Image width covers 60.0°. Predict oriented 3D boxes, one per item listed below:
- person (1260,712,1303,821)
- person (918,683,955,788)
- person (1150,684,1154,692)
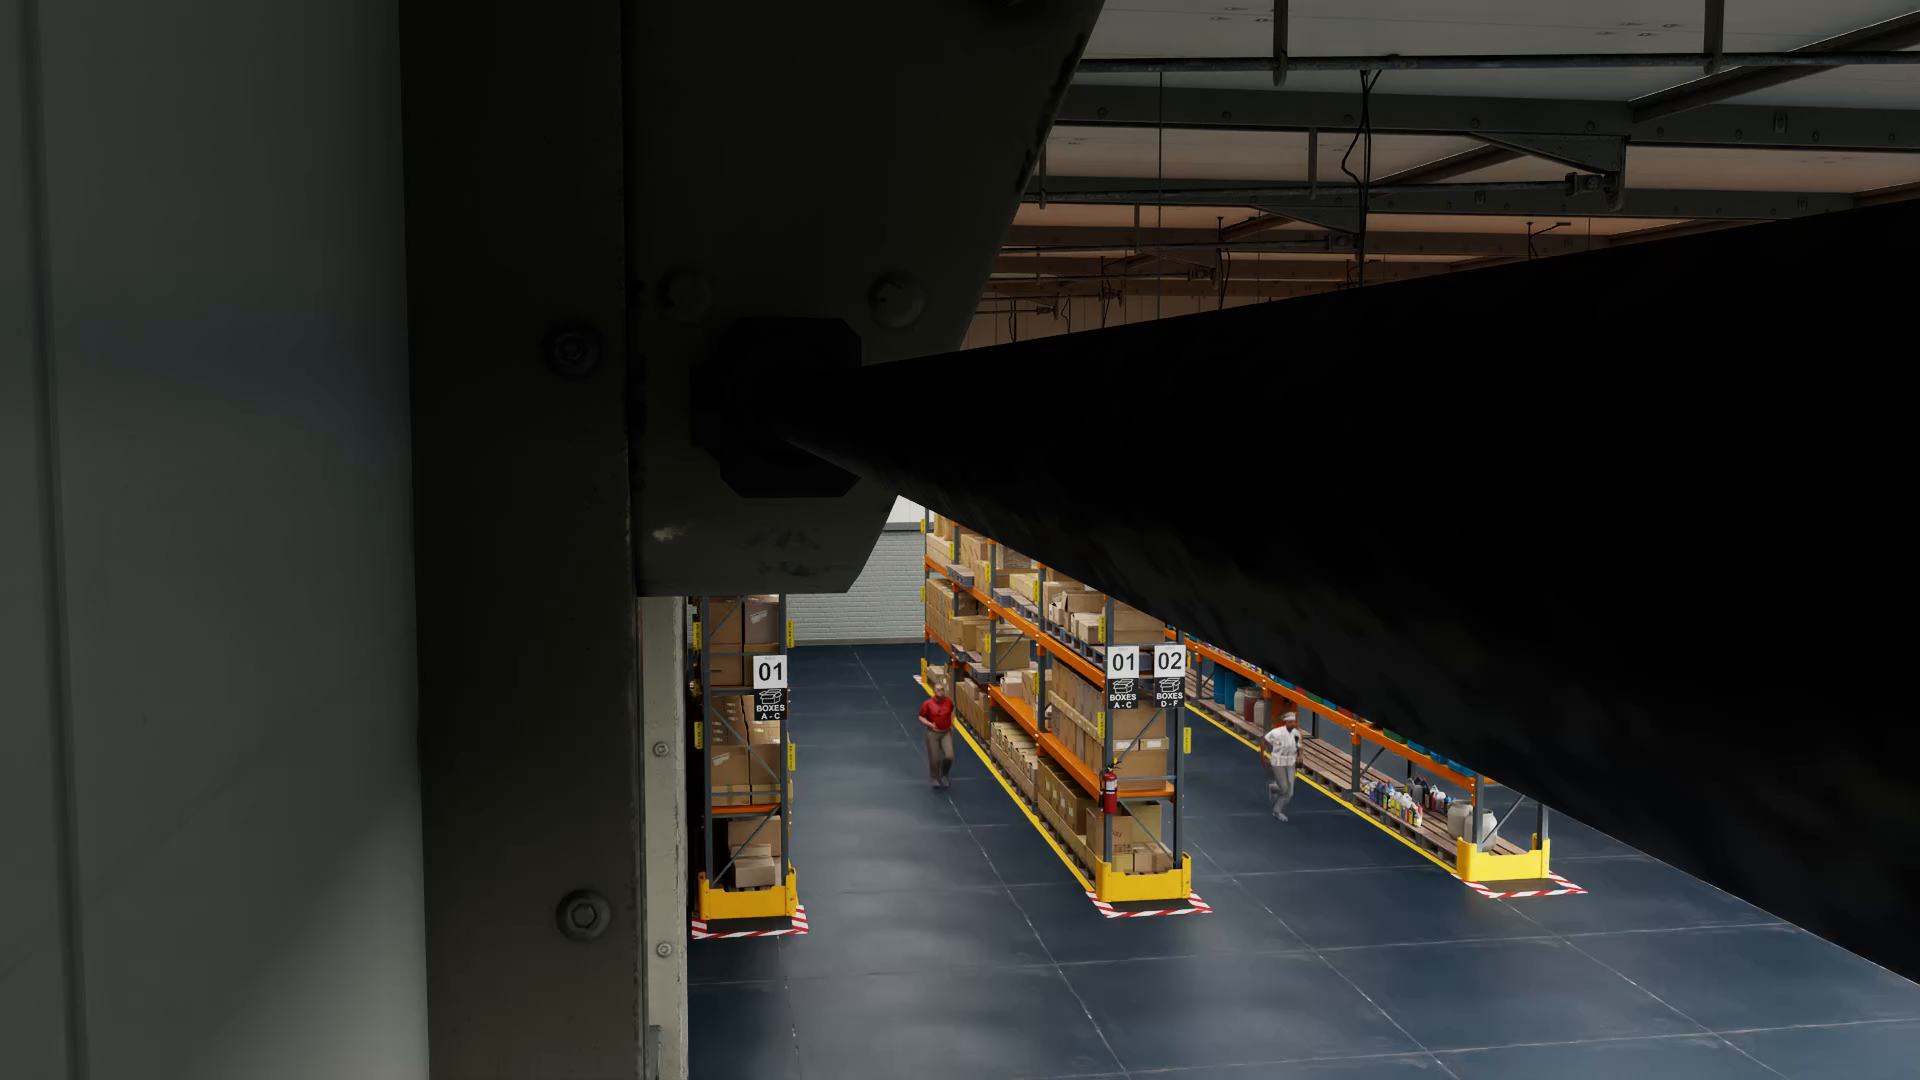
[{"bbox_3d":[4.816,3.353,24.733,0.615,1.649,0.644,-2,5,-18],"label":"person"},{"bbox_3d":[-0.333,3.148,26.597,0.662,1.715,0.643,-1,5,-16],"label":"person"},{"bbox_3d":[3.774,2.777,31.612,0.535,1.547,0.567,-1,5,-8],"label":"person"}]
